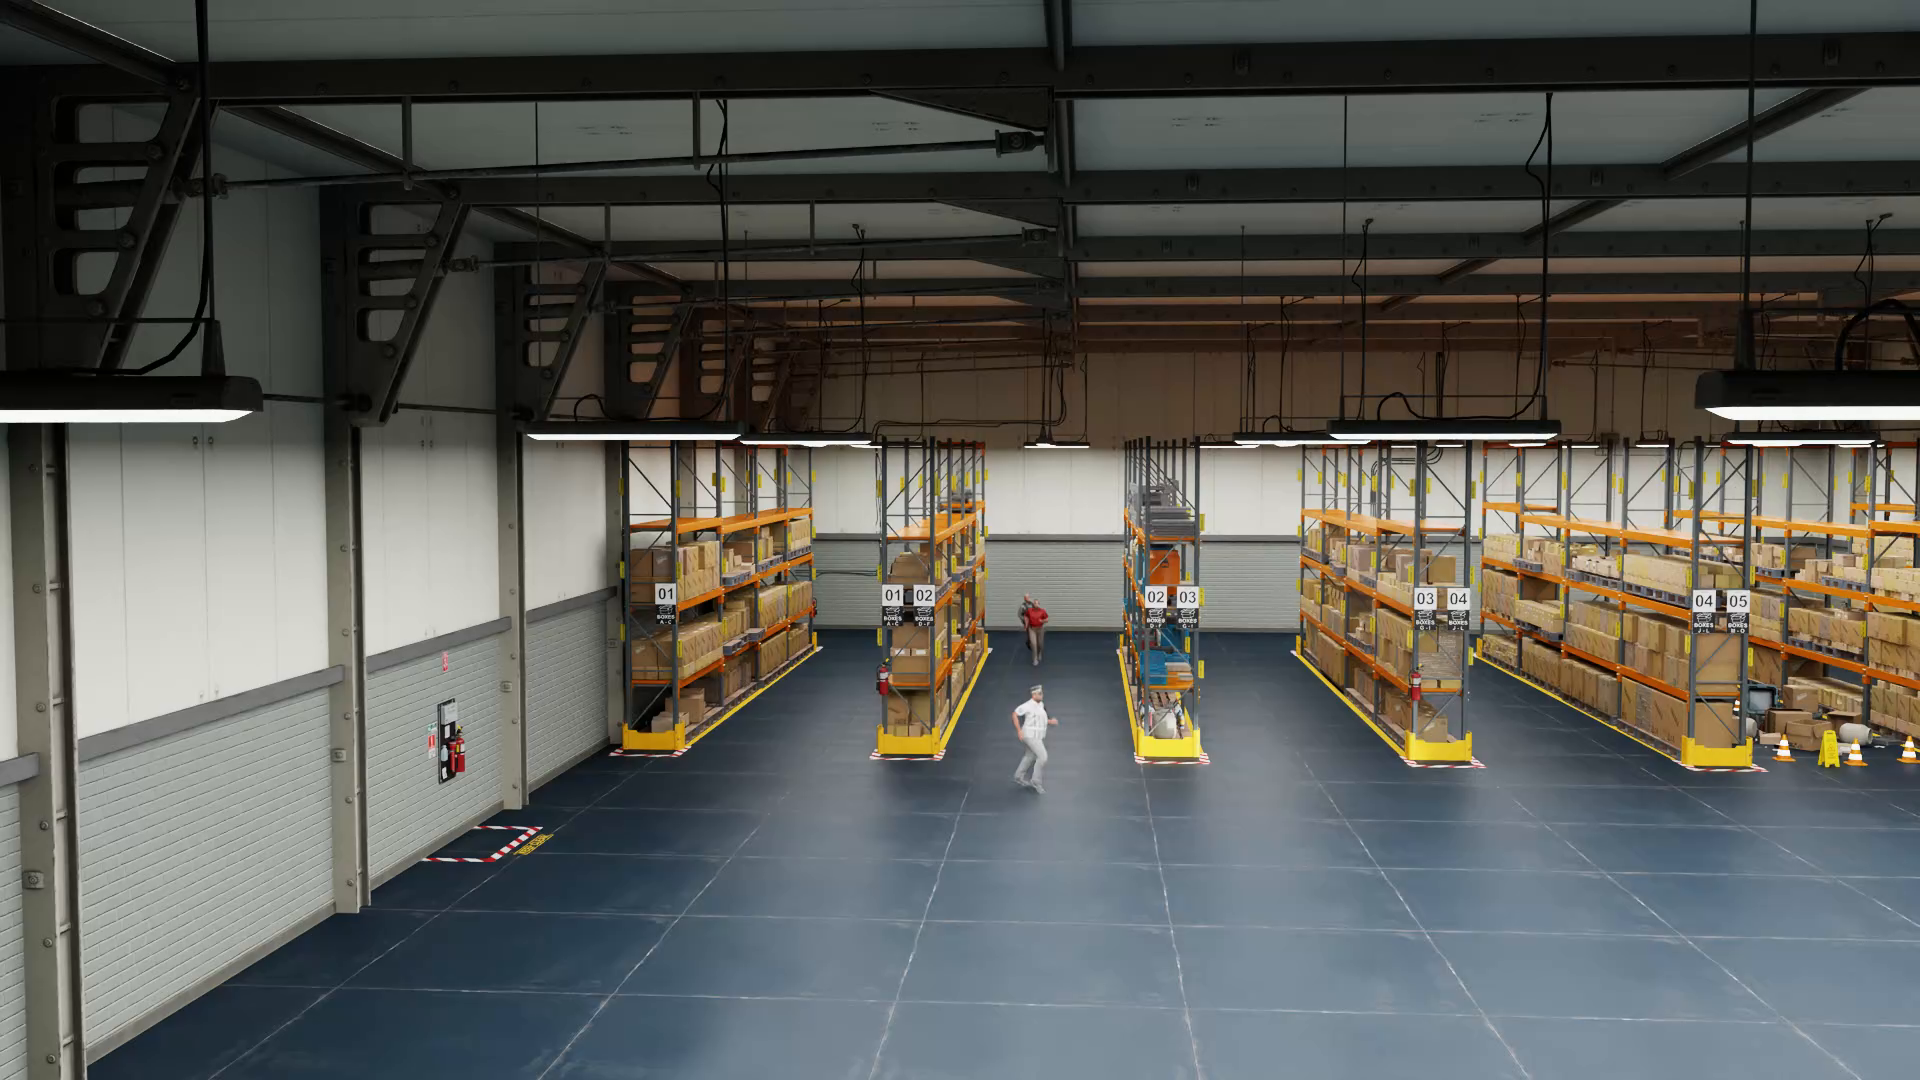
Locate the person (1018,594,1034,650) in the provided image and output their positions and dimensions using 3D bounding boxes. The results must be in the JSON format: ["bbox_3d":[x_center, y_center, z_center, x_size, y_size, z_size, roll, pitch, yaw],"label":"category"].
[{"bbox_3d":[1.981,2.378,47.177,0.691,1.688,0.553,-2,4,-32],"label":"person"}]

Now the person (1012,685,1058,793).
[{"bbox_3d":[1.257,3.352,28.030,0.854,1.835,0.628,1,3,26],"label":"person"}]

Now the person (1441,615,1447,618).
[{"bbox_3d":[13.176,2.436,45.515,0.696,1.747,0.837,1,3,22],"label":"person"}]

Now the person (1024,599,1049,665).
[{"bbox_3d":[2.056,2.449,44.683,0.664,1.709,0.951,0,3,0],"label":"person"}]
